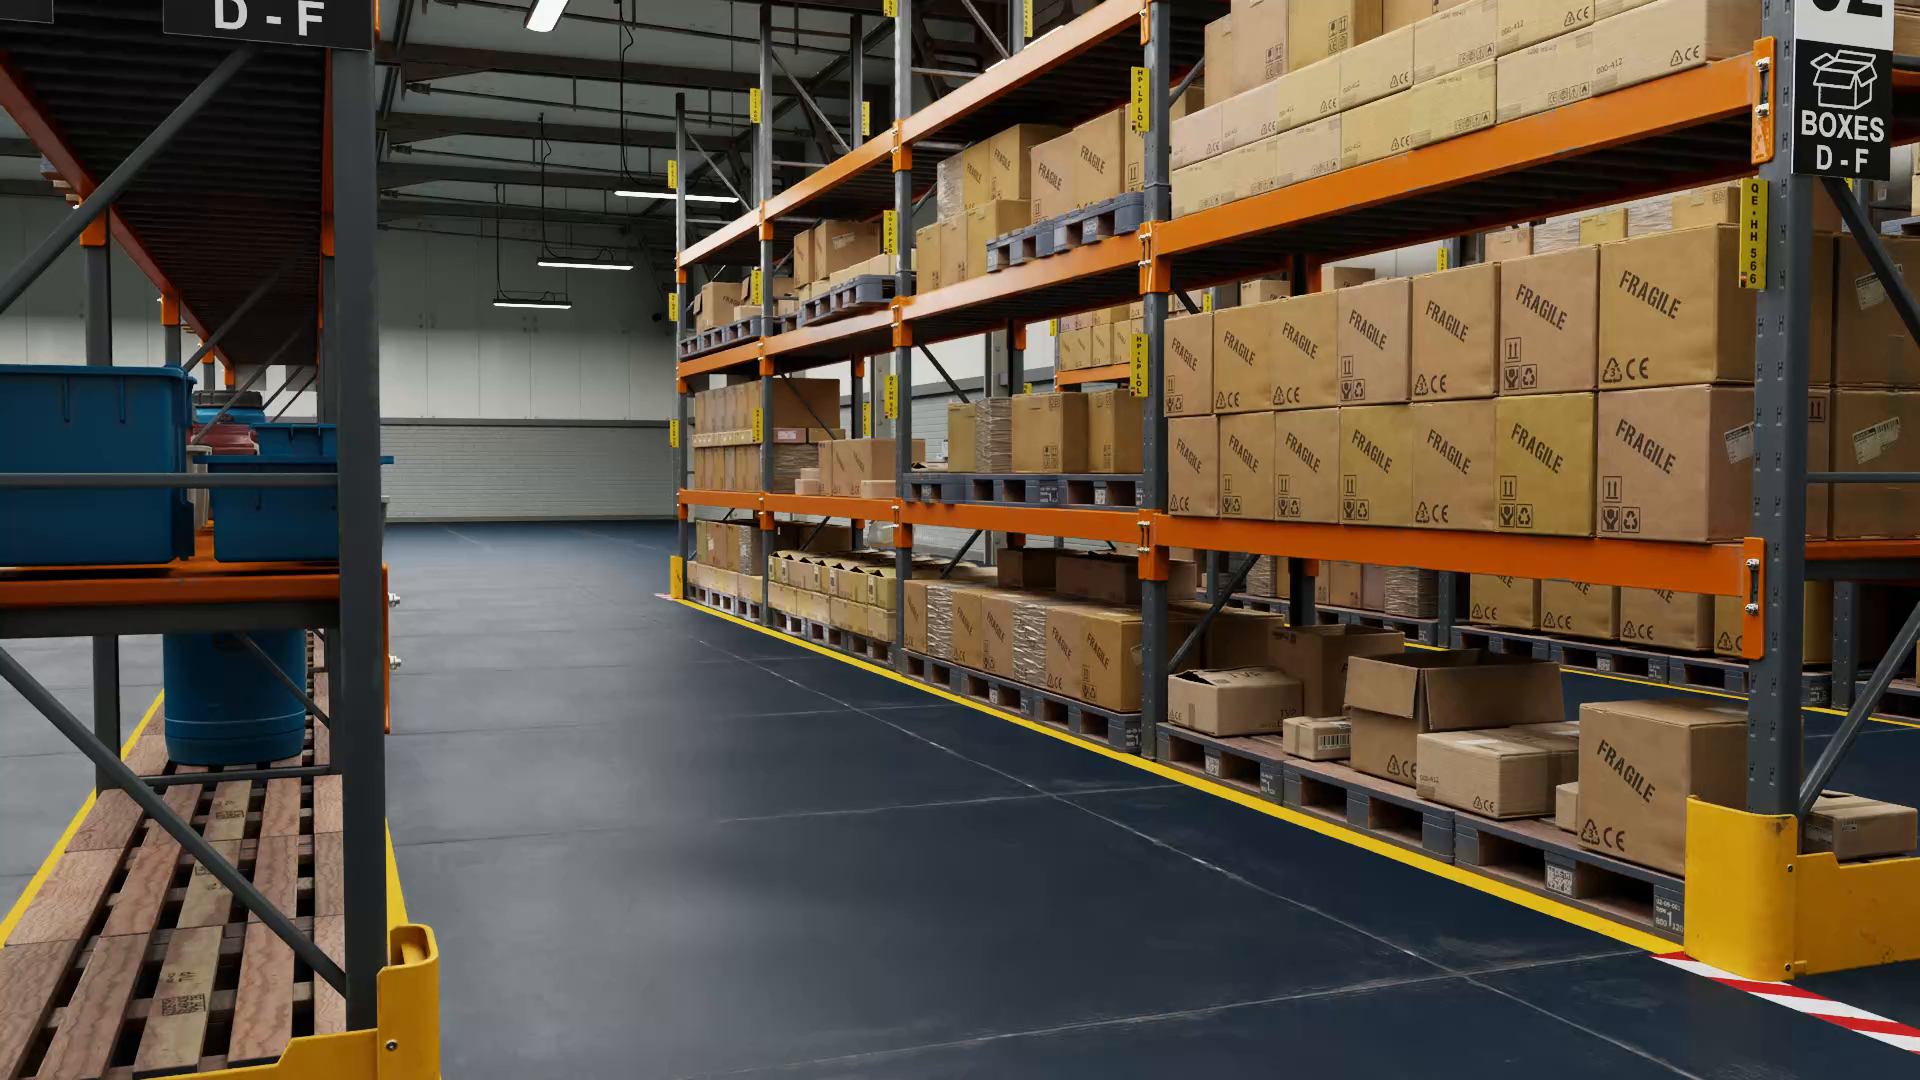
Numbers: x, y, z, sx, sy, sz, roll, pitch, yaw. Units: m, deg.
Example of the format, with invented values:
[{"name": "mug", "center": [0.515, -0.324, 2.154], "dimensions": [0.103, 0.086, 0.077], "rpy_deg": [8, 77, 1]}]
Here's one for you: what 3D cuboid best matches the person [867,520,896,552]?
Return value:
[{"name": "person", "center": [-0.941, -0.167, 20.169], "dimensions": [0.533, 1.667, 0.877], "rpy_deg": [-2, 3, -45]}]
